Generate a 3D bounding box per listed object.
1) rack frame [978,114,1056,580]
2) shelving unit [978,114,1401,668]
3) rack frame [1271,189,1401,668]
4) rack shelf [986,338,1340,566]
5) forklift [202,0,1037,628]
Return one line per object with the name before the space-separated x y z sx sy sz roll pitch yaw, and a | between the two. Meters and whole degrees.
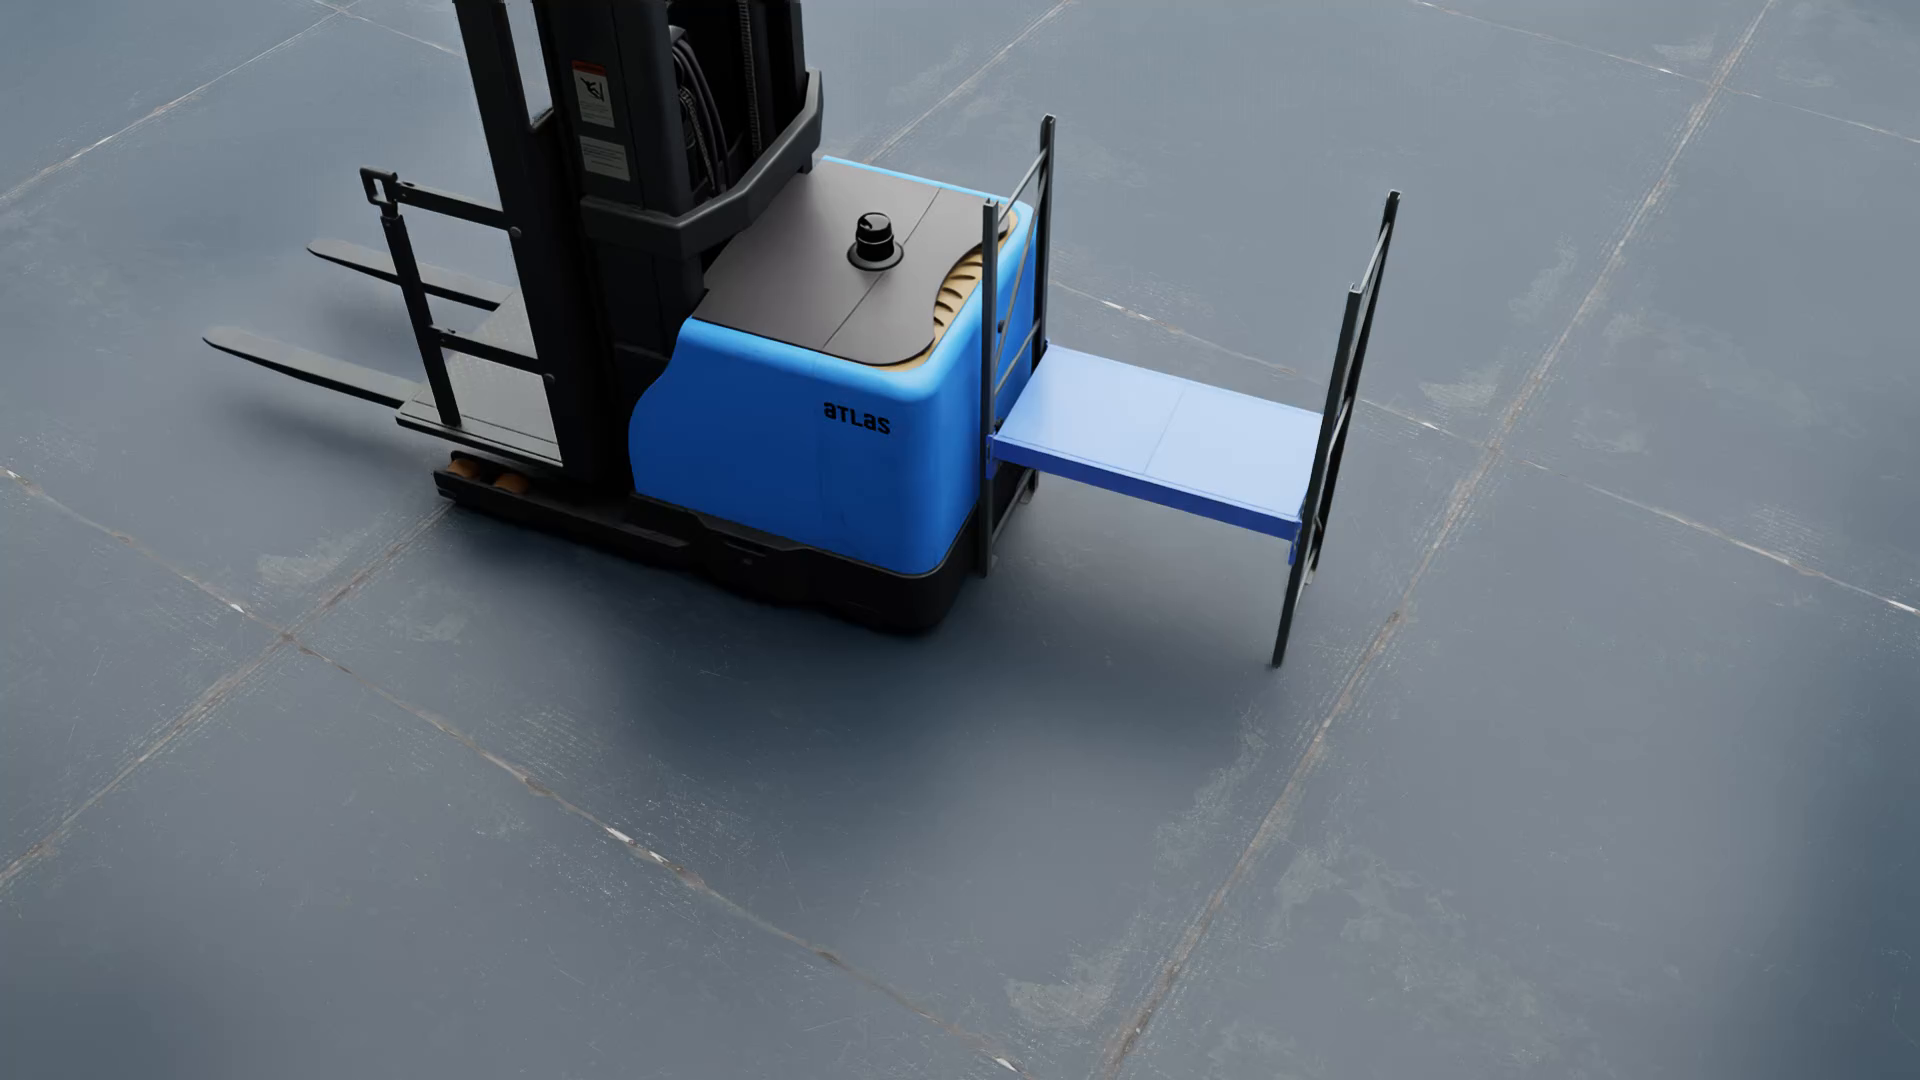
rack frame | 0.171 -0.558 5.246 0.032 1.500 0.500 17 48 15
shelving unit | 0.641 -0.418 5.111 1.048 1.500 0.538 17 48 15
rack frame | 1.111 -0.279 4.976 0.032 1.500 0.500 17 48 15
rack shelf | 0.641 -0.293 5.240 1.000 0.185 0.538 17 48 15
forklift | -1.289 -1.424 5.090 3.031 2.935 1.130 17 48 15
